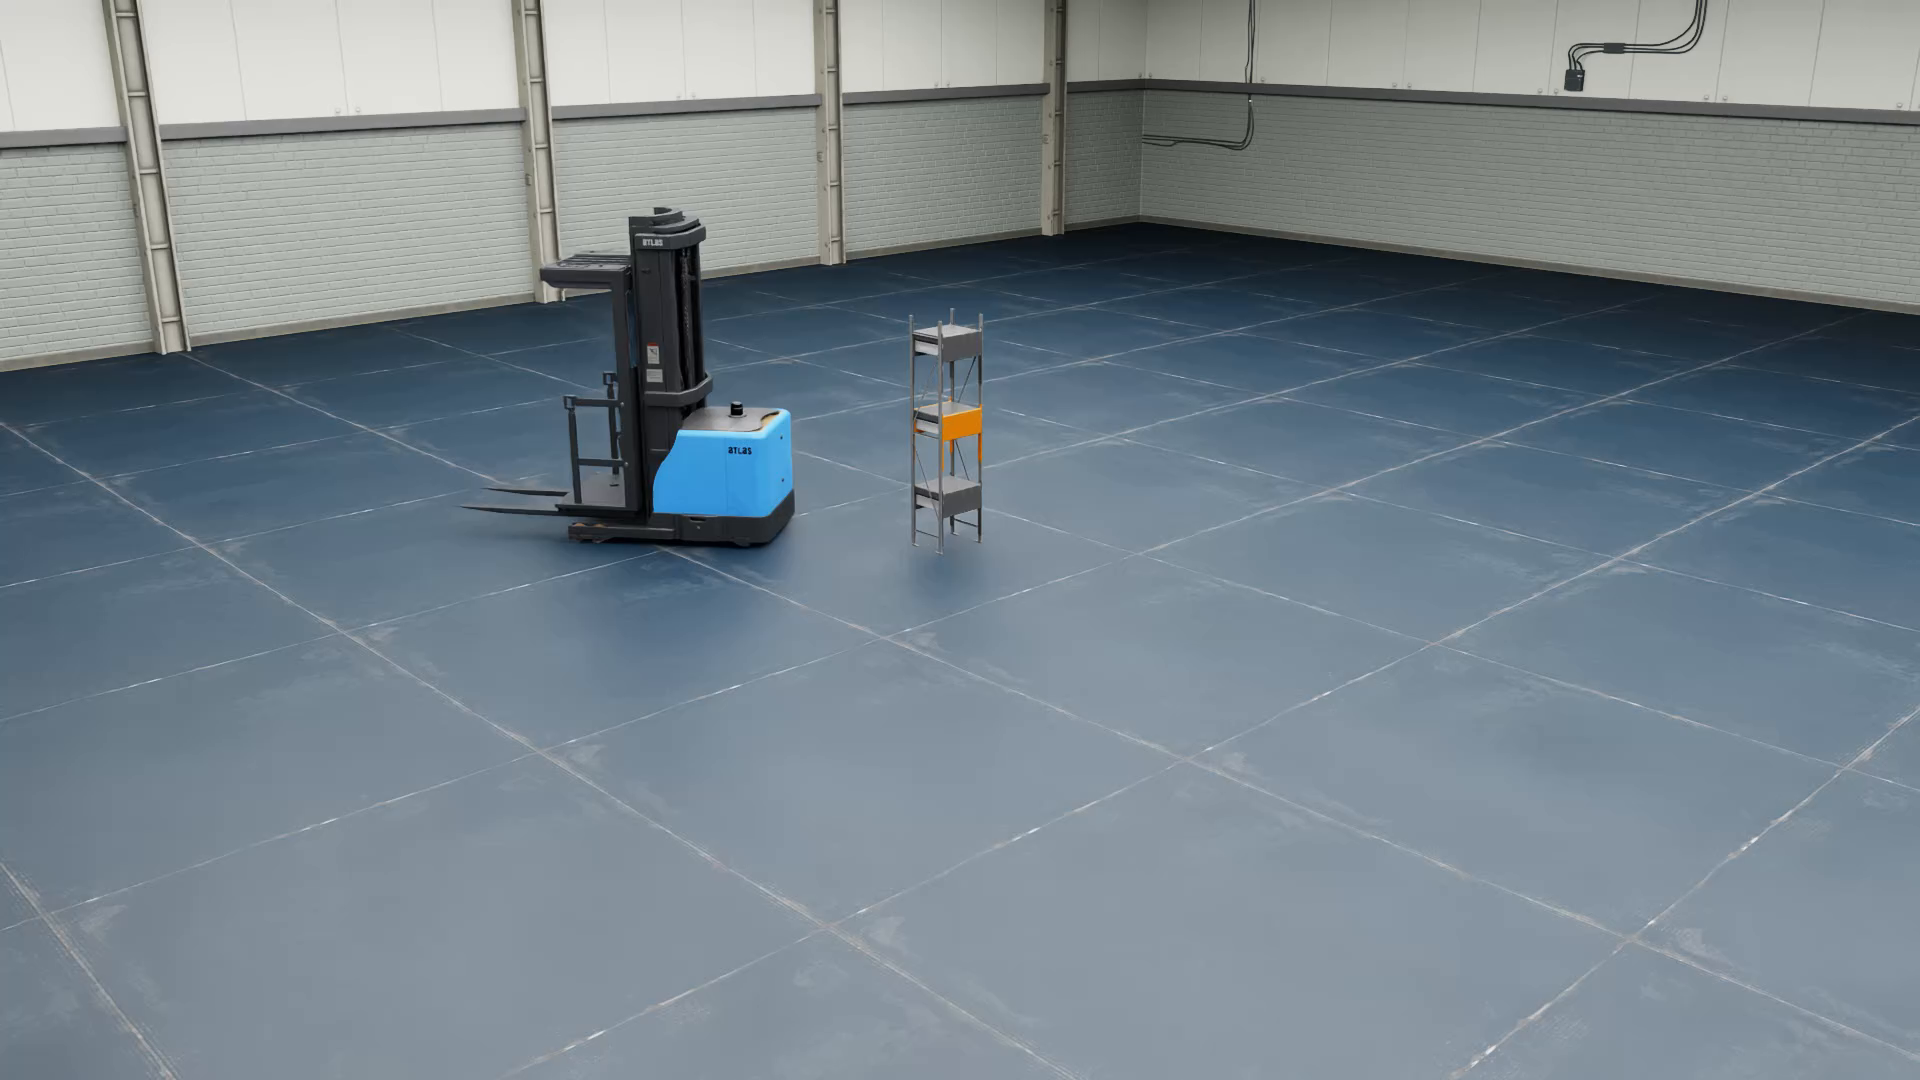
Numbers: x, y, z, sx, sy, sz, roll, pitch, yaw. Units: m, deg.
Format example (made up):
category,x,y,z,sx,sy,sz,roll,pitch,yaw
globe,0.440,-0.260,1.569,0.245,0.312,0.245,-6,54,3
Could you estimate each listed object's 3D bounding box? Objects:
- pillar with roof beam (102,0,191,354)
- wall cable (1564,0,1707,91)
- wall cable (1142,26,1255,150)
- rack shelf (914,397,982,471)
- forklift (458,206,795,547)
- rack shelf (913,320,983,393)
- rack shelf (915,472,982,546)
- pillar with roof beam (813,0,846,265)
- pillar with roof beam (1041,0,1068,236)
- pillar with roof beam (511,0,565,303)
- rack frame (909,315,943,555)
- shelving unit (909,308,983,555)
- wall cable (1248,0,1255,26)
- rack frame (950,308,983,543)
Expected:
category,x,y,z,sx,sy,sz,roll,pitch,yaw
pillar with roof beam,-8.160,-5.987,19.126,0.400,9.000,9.100,-16,24,-41
wall cable,11.522,-10.581,27.781,0.169,6.003,2.305,-16,24,-41
wall cable,5.011,-9.617,35.356,0.112,2.526,3.097,-16,24,-41
rack shelf,-0.120,-0.951,14.822,0.480,0.518,0.431,-16,24,-41
forklift,-3.135,-1.527,15.207,3.031,2.935,1.130,3,18,8
rack shelf,-0.120,-1.617,14.606,0.480,0.518,0.431,-16,24,-41
rack shelf,-0.120,-0.285,15.038,0.480,0.518,0.431,-16,24,-41
pillar with roof beam,0.560,-8.530,26.969,0.400,9.000,9.100,-16,24,-41
pillar with roof beam,4.919,-9.802,30.890,0.400,9.000,9.100,-16,24,-41
pillar with roof beam,-3.800,-7.259,23.048,0.400,9.000,9.100,-16,24,-41
rack frame,-0.298,-0.912,14.659,0.015,2.100,0.400,-16,24,-41
shelving unit,-0.120,-0.964,14.818,0.503,2.100,0.431,-16,24,-41
wall cable,6.869,-11.413,32.707,0.112,2.526,3.097,-16,24,-41
rack frame,0.057,-1.015,14.977,0.015,2.100,0.400,-16,24,-41
